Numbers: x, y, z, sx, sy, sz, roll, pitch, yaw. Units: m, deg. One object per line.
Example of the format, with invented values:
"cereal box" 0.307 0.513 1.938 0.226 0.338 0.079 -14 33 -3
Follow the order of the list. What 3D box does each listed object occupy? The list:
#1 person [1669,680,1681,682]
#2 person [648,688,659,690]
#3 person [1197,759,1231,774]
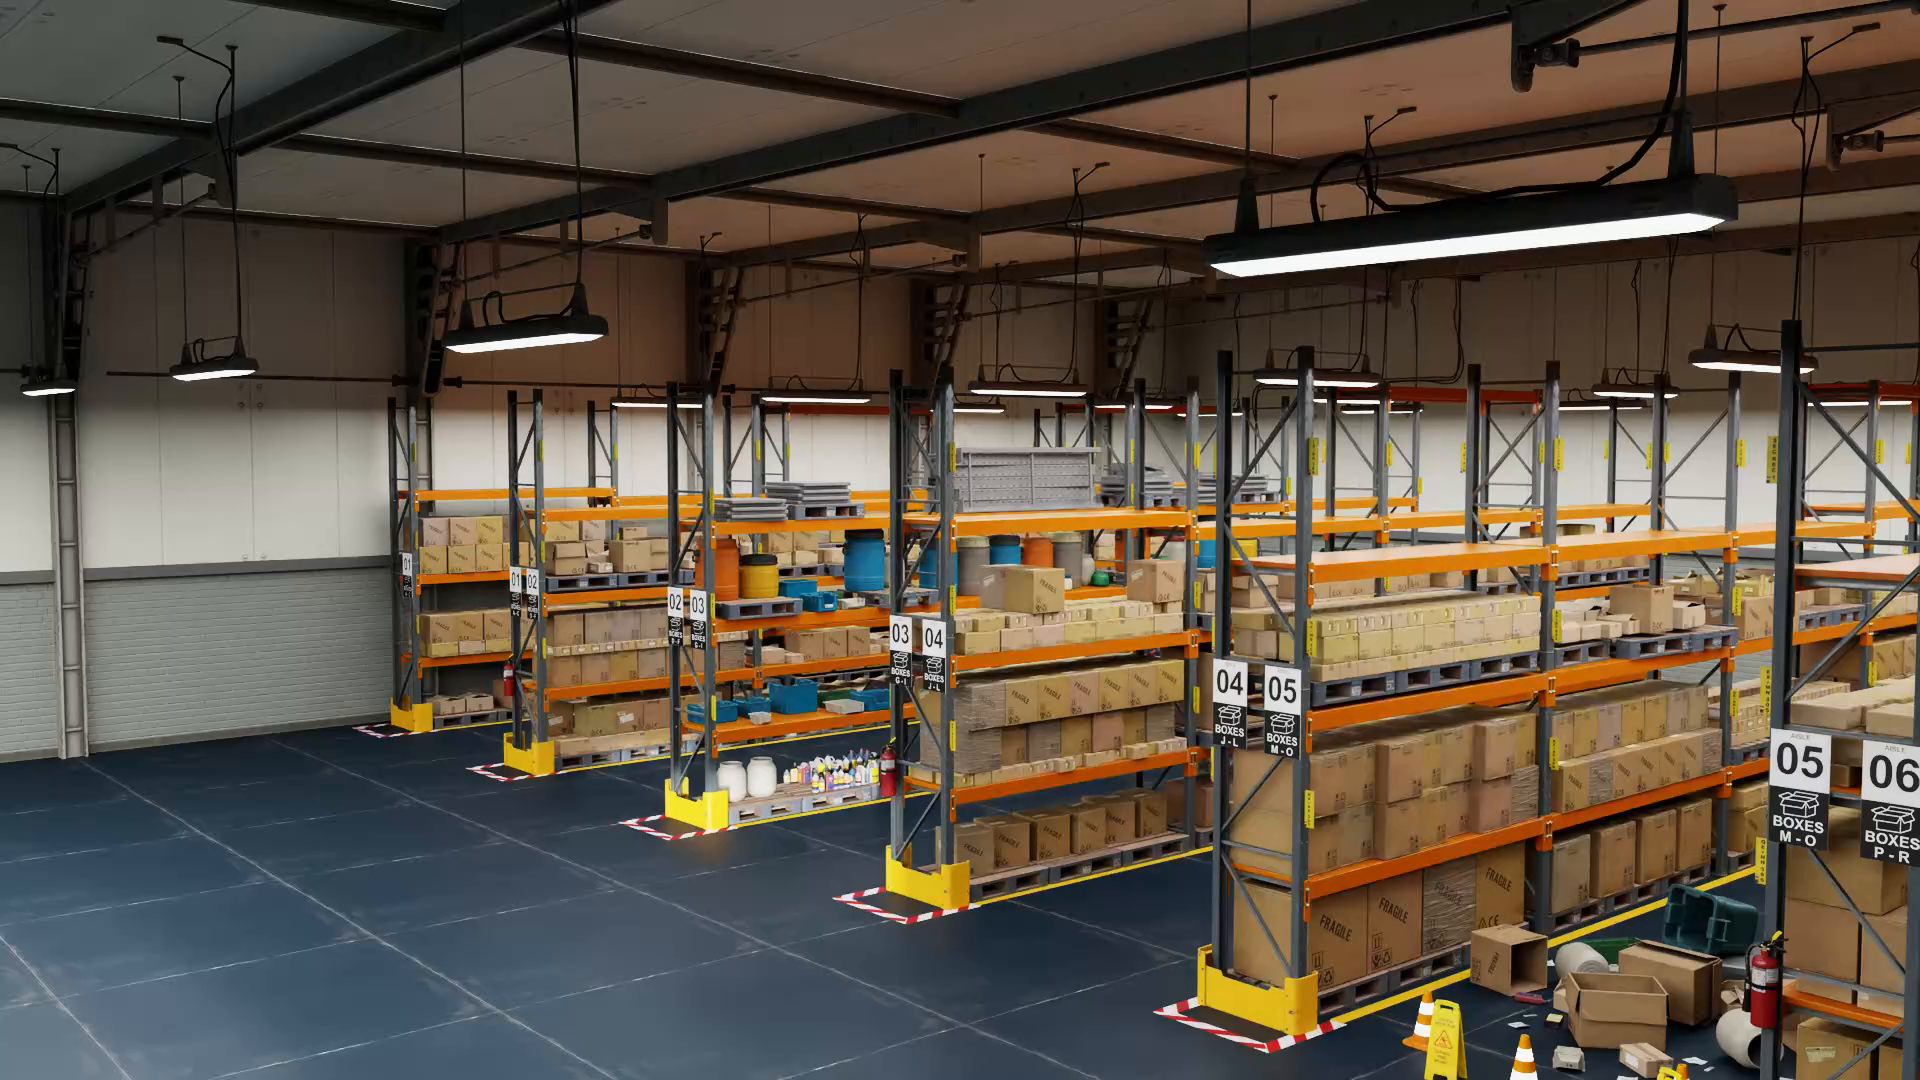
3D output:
"person" 10.583 2.900 24.516 0.601 1.727 0.918 3 4 39
"person" -5.410 2.575 29.450 0.598 1.702 0.919 3 4 39
"person" 3.606 2.948 24.524 0.884 1.589 0.735 -1 4 -22
